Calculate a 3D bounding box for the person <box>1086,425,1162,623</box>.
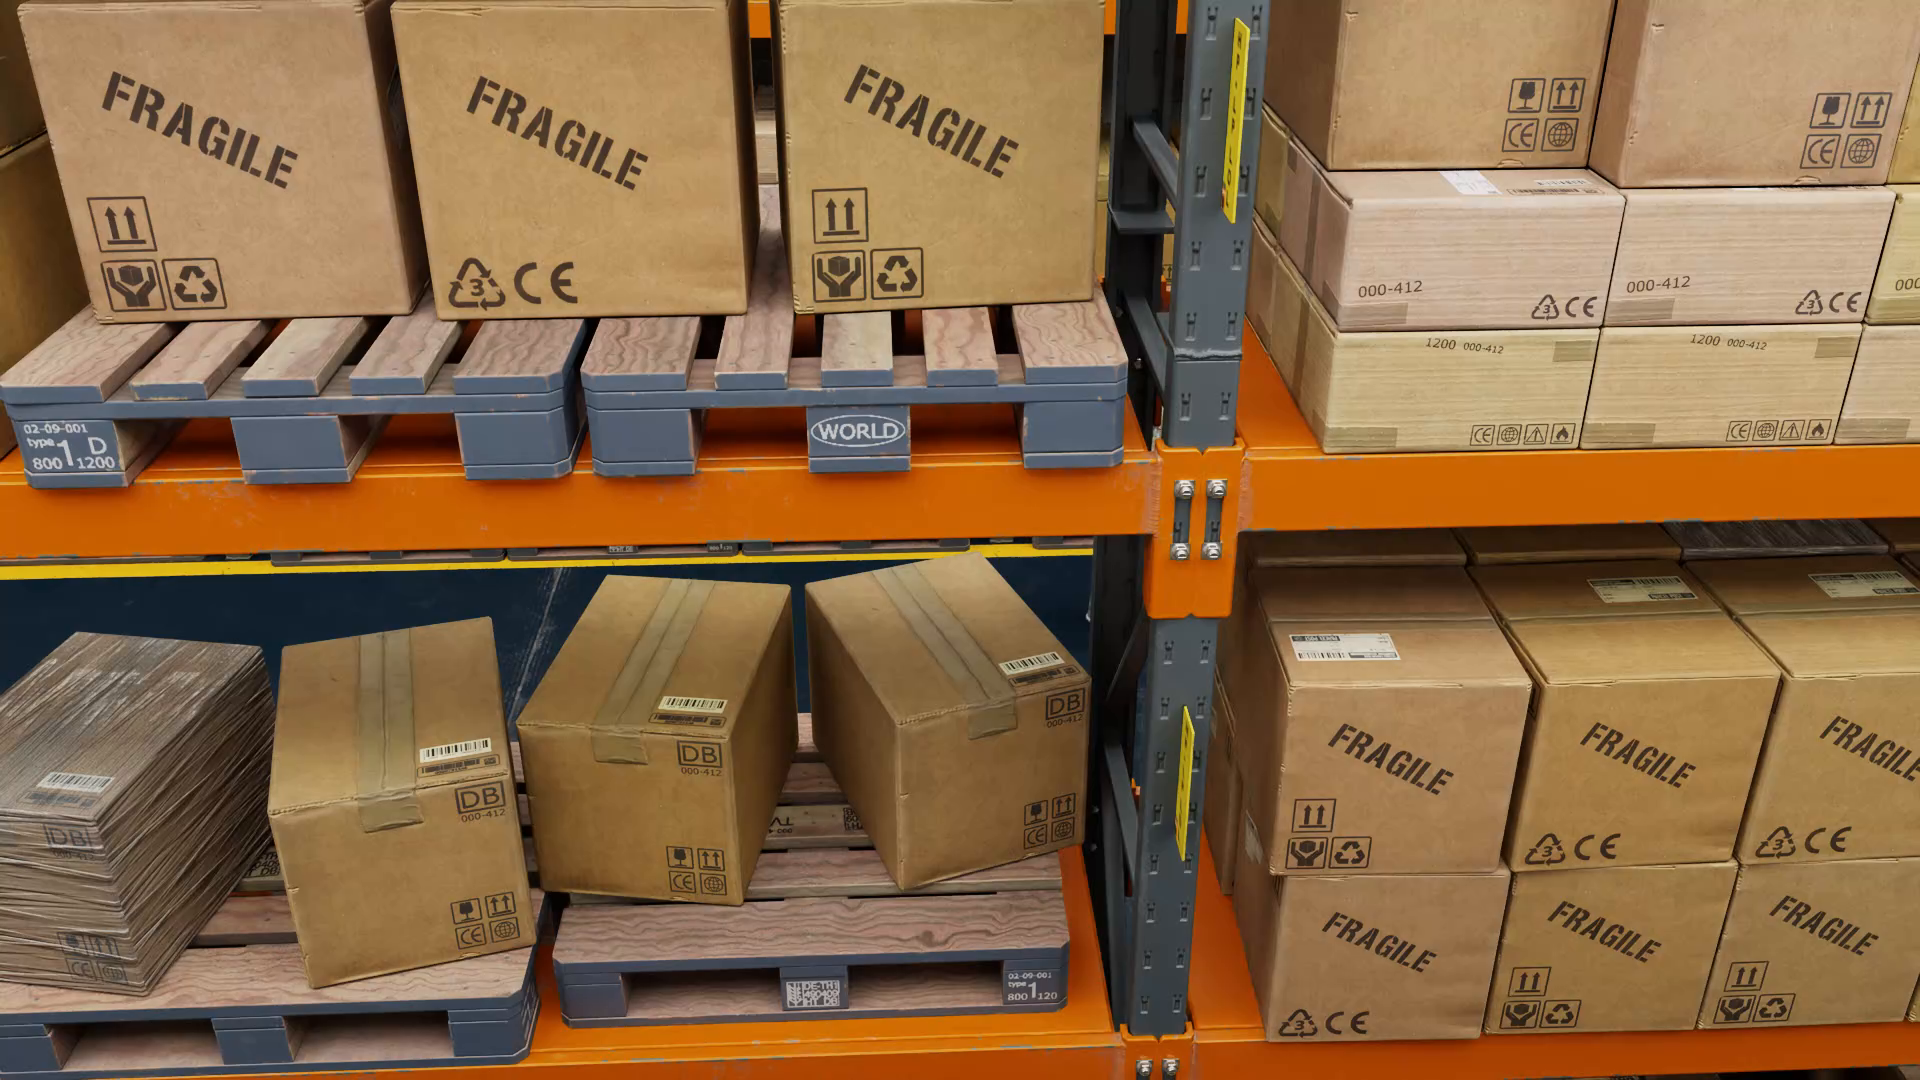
[{"bbox_3d":[0.803,-0.231,7.720,0.585,1.528,0.484,-1,28,-2],"label":"person"}]
